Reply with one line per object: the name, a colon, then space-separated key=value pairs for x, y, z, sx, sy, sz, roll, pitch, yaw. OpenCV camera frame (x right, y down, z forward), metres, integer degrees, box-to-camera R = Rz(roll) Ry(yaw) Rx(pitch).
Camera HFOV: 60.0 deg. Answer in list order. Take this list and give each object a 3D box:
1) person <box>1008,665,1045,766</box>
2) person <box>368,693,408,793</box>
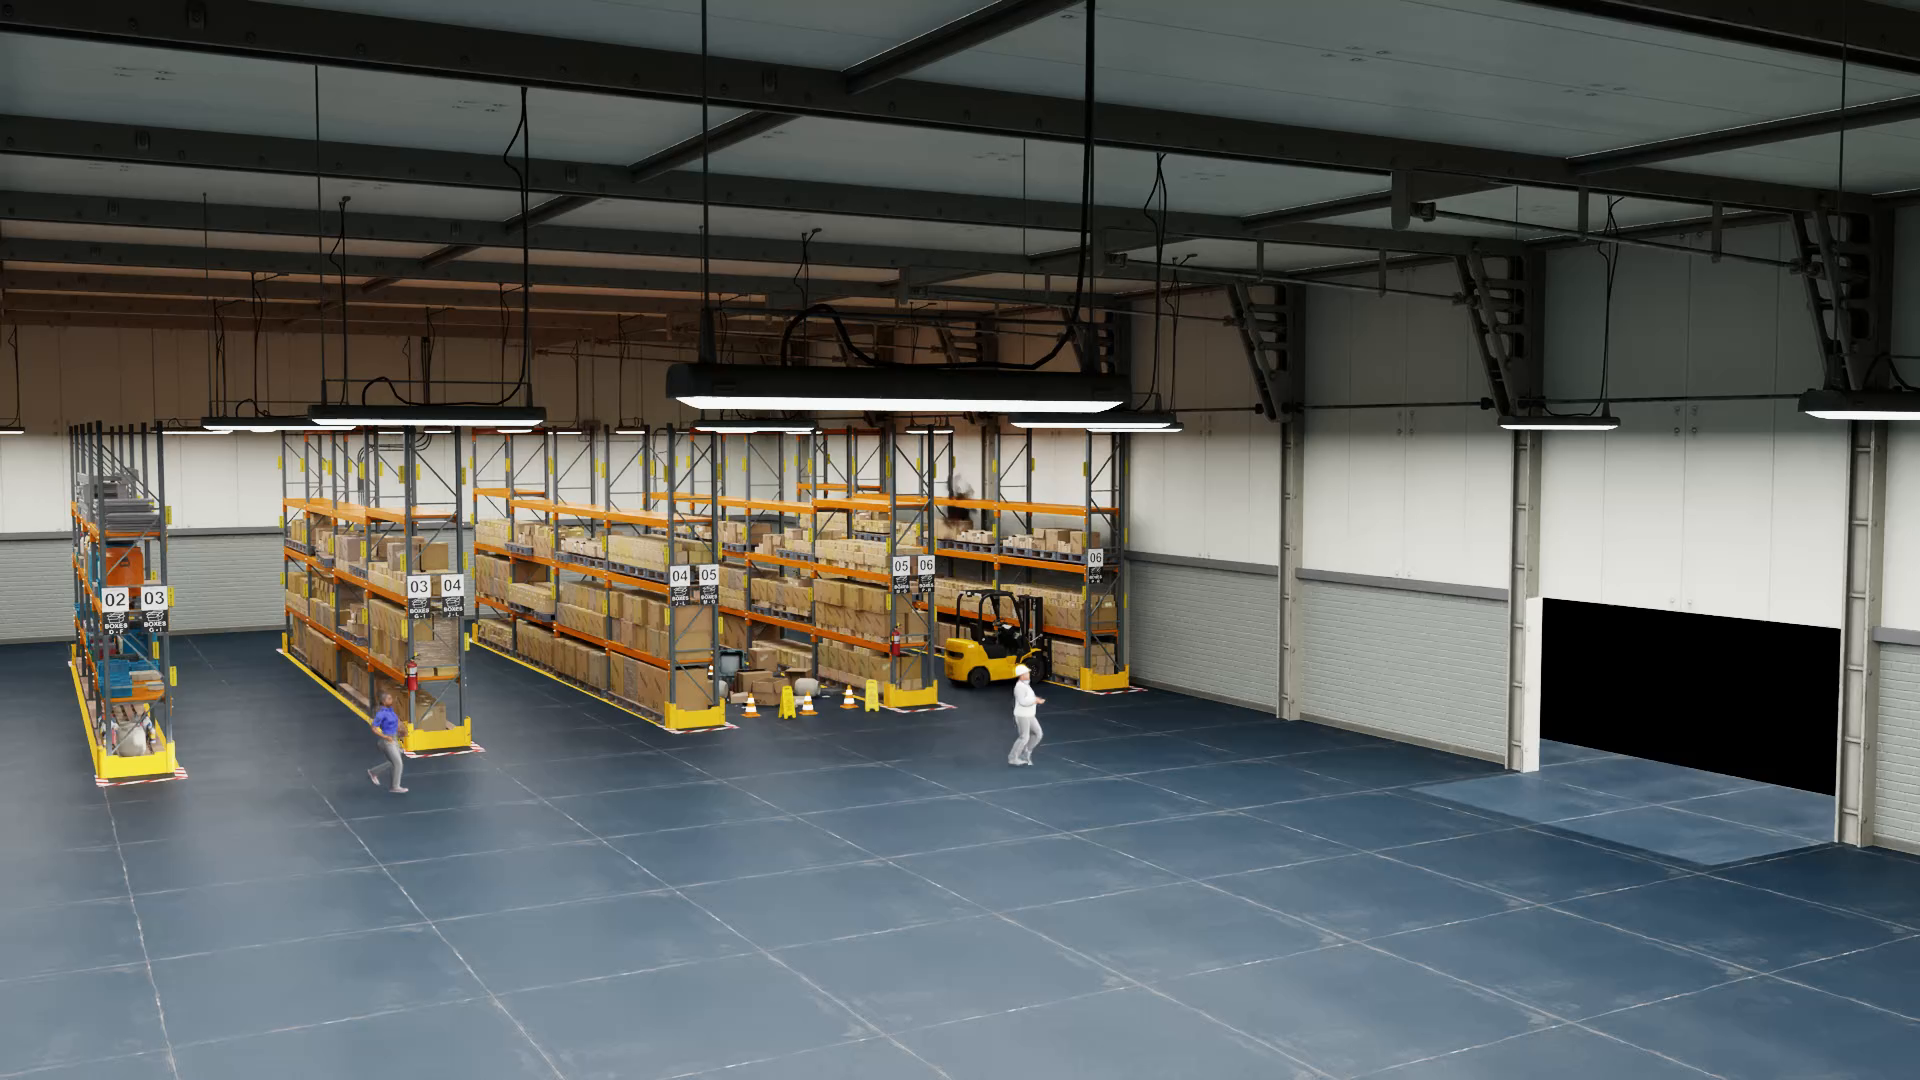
person: x=1.165 y=3.062 z=28.886 sx=0.669 sy=1.789 sz=0.640 roll=1 pitch=4 yaw=15
person: x=-9.233 y=3.261 z=26.760 sx=0.681 sy=1.608 sz=0.581 roll=0 pitch=4 yaw=4
